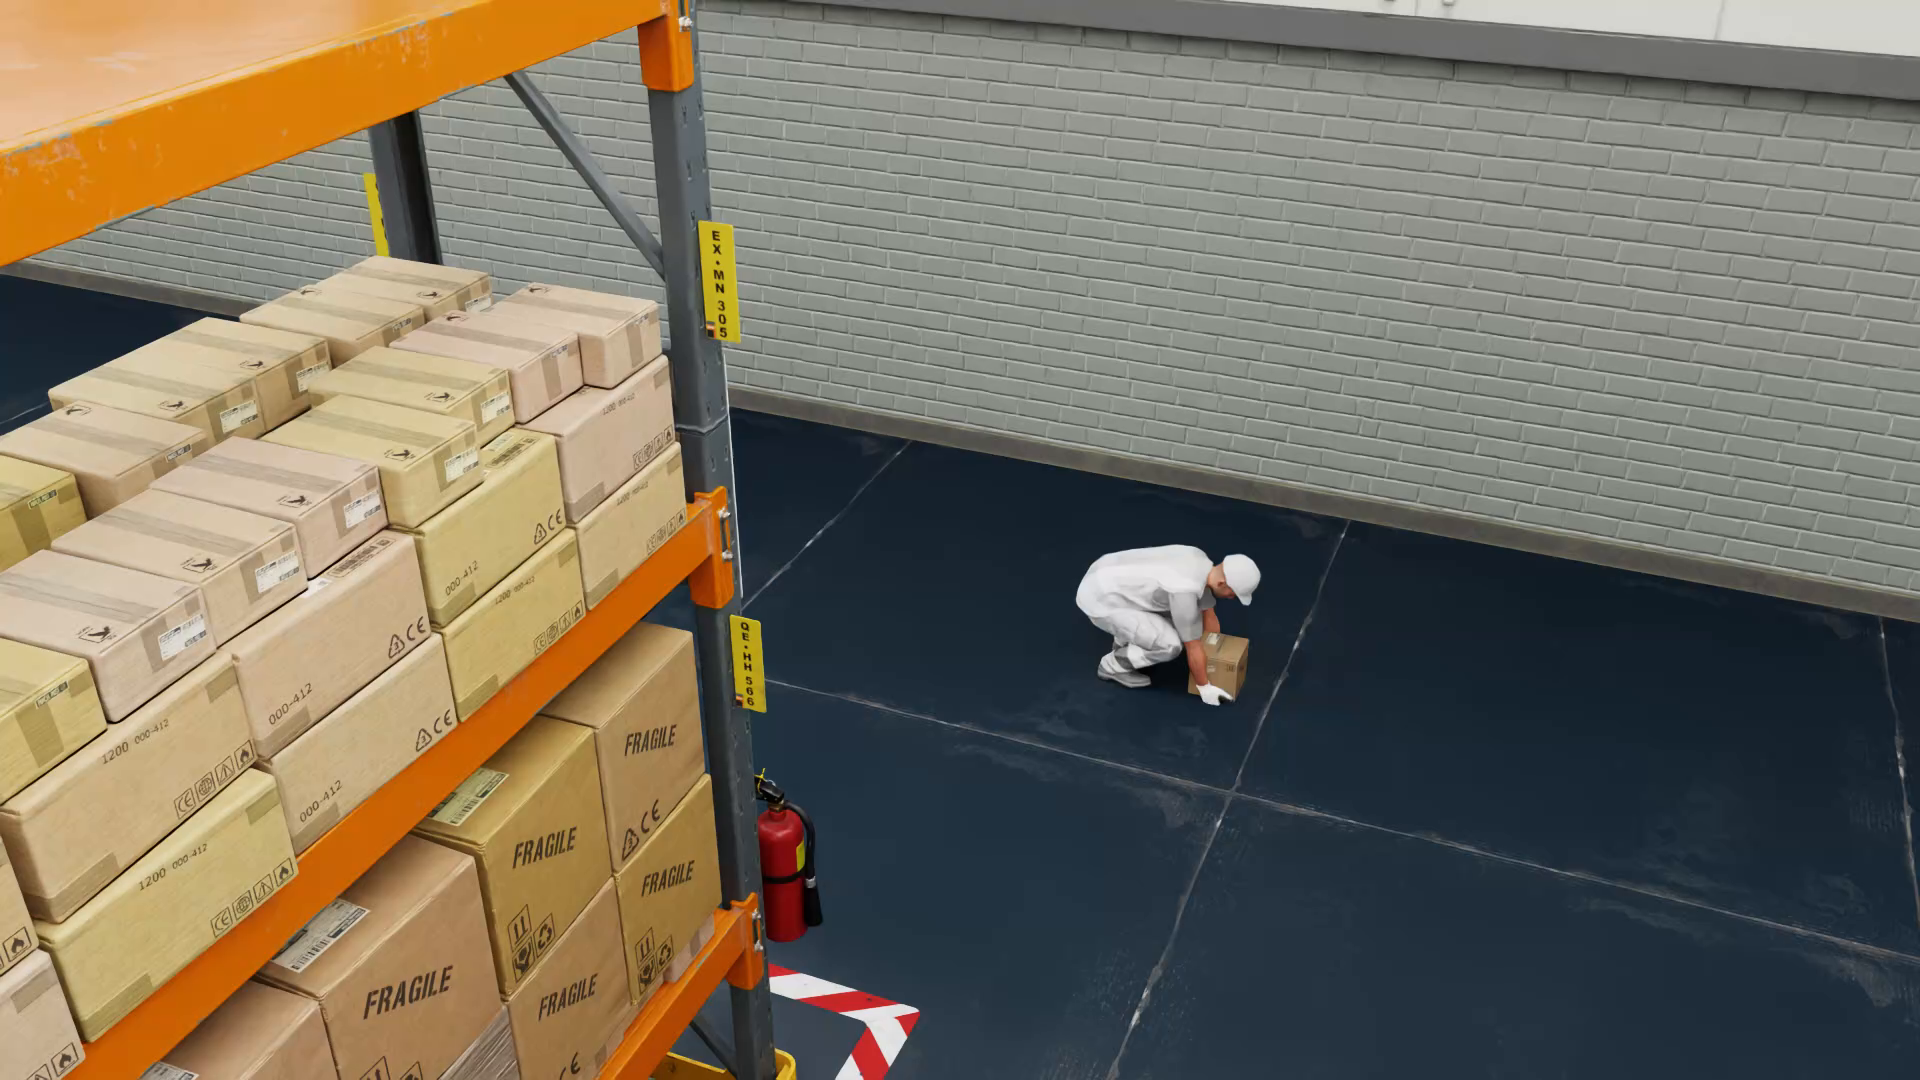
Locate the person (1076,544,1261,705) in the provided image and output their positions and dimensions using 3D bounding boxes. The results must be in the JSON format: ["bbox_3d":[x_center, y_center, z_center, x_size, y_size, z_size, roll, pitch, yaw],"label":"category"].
[{"bbox_3d":[1.082,0.412,8.756,0.933,0.856,0.538,11,31,18],"label":"person"}]
